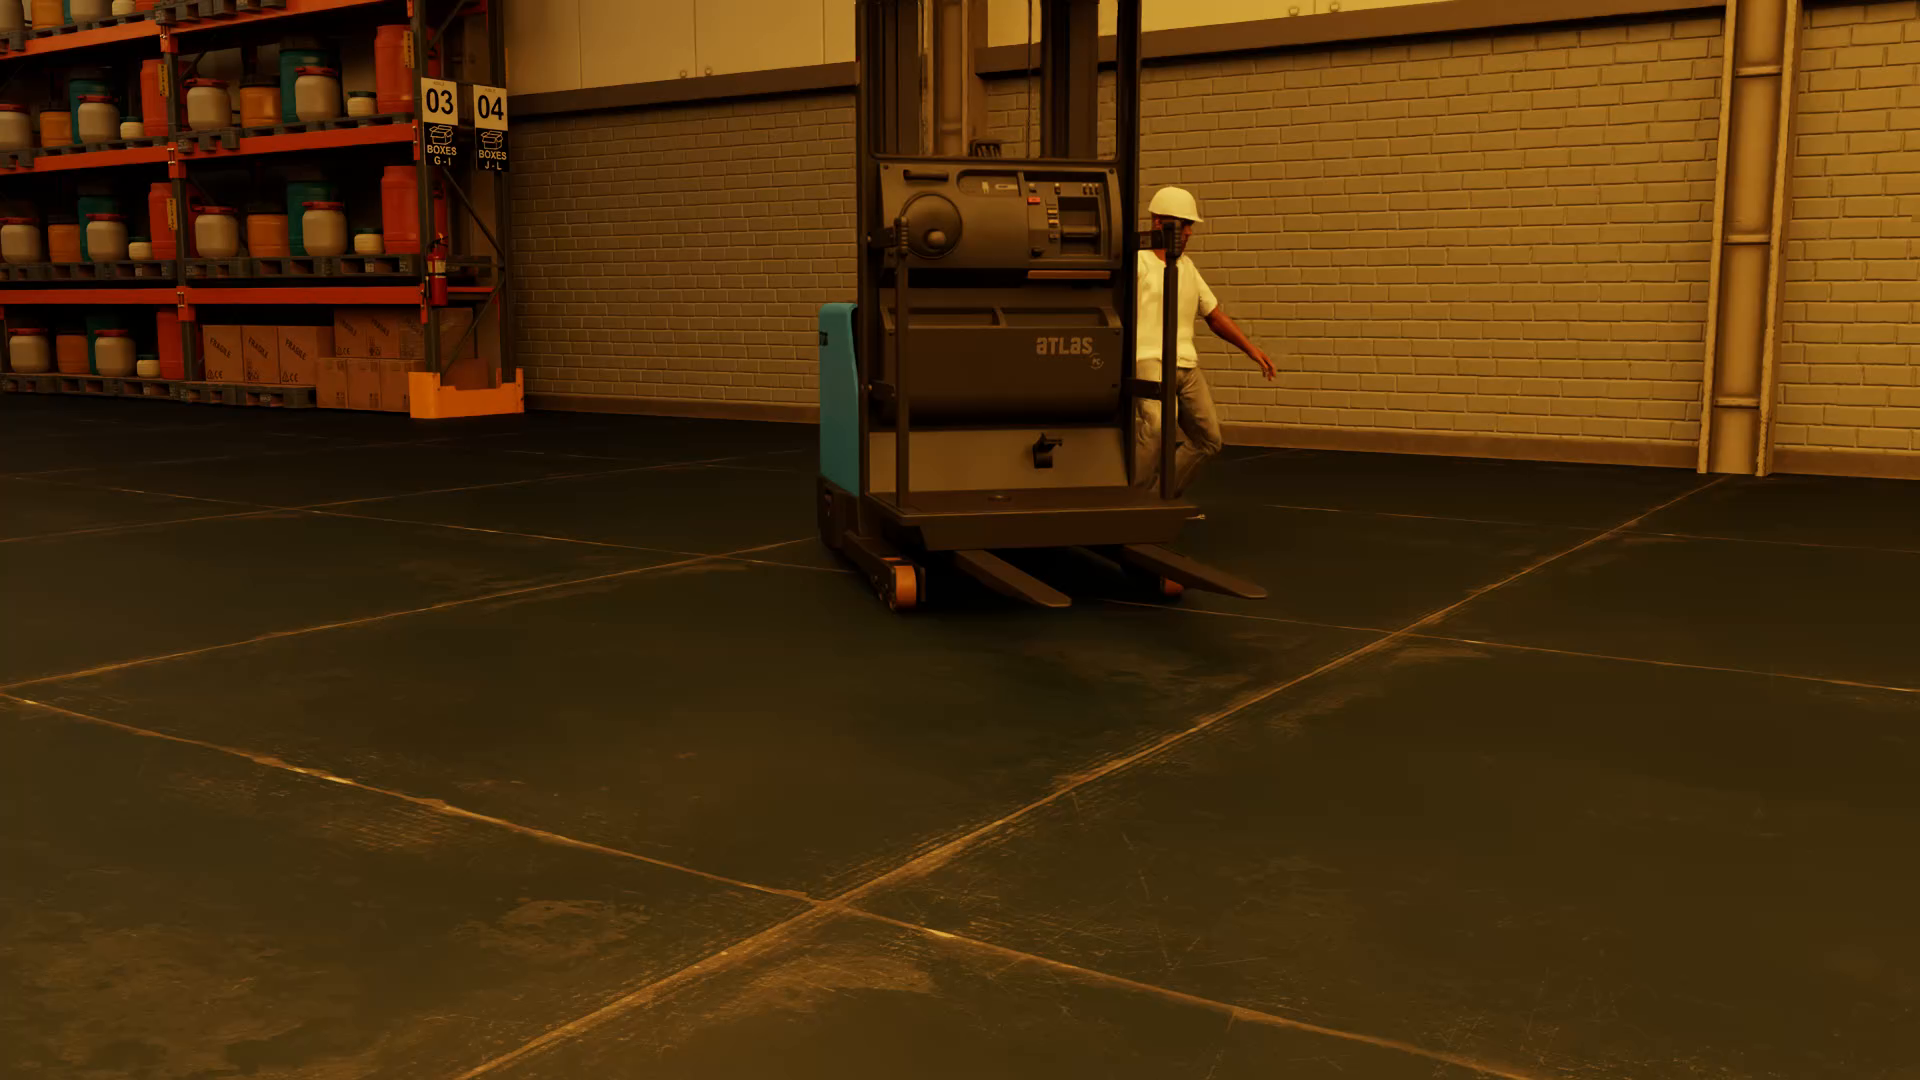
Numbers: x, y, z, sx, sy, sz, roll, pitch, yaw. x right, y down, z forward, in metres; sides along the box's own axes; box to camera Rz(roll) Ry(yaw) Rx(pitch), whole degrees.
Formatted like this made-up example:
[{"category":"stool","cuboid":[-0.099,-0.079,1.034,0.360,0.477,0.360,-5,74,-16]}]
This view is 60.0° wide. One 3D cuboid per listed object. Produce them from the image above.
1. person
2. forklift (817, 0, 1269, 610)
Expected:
[{"category":"person","cuboid":[1.004,-0.855,7.955,1.018,1.643,0.679,-6,10,-37]},{"category":"forklift","cuboid":[0.212,-1.261,6.061,1.130,2.935,3.031,-2,8,-14]}]
